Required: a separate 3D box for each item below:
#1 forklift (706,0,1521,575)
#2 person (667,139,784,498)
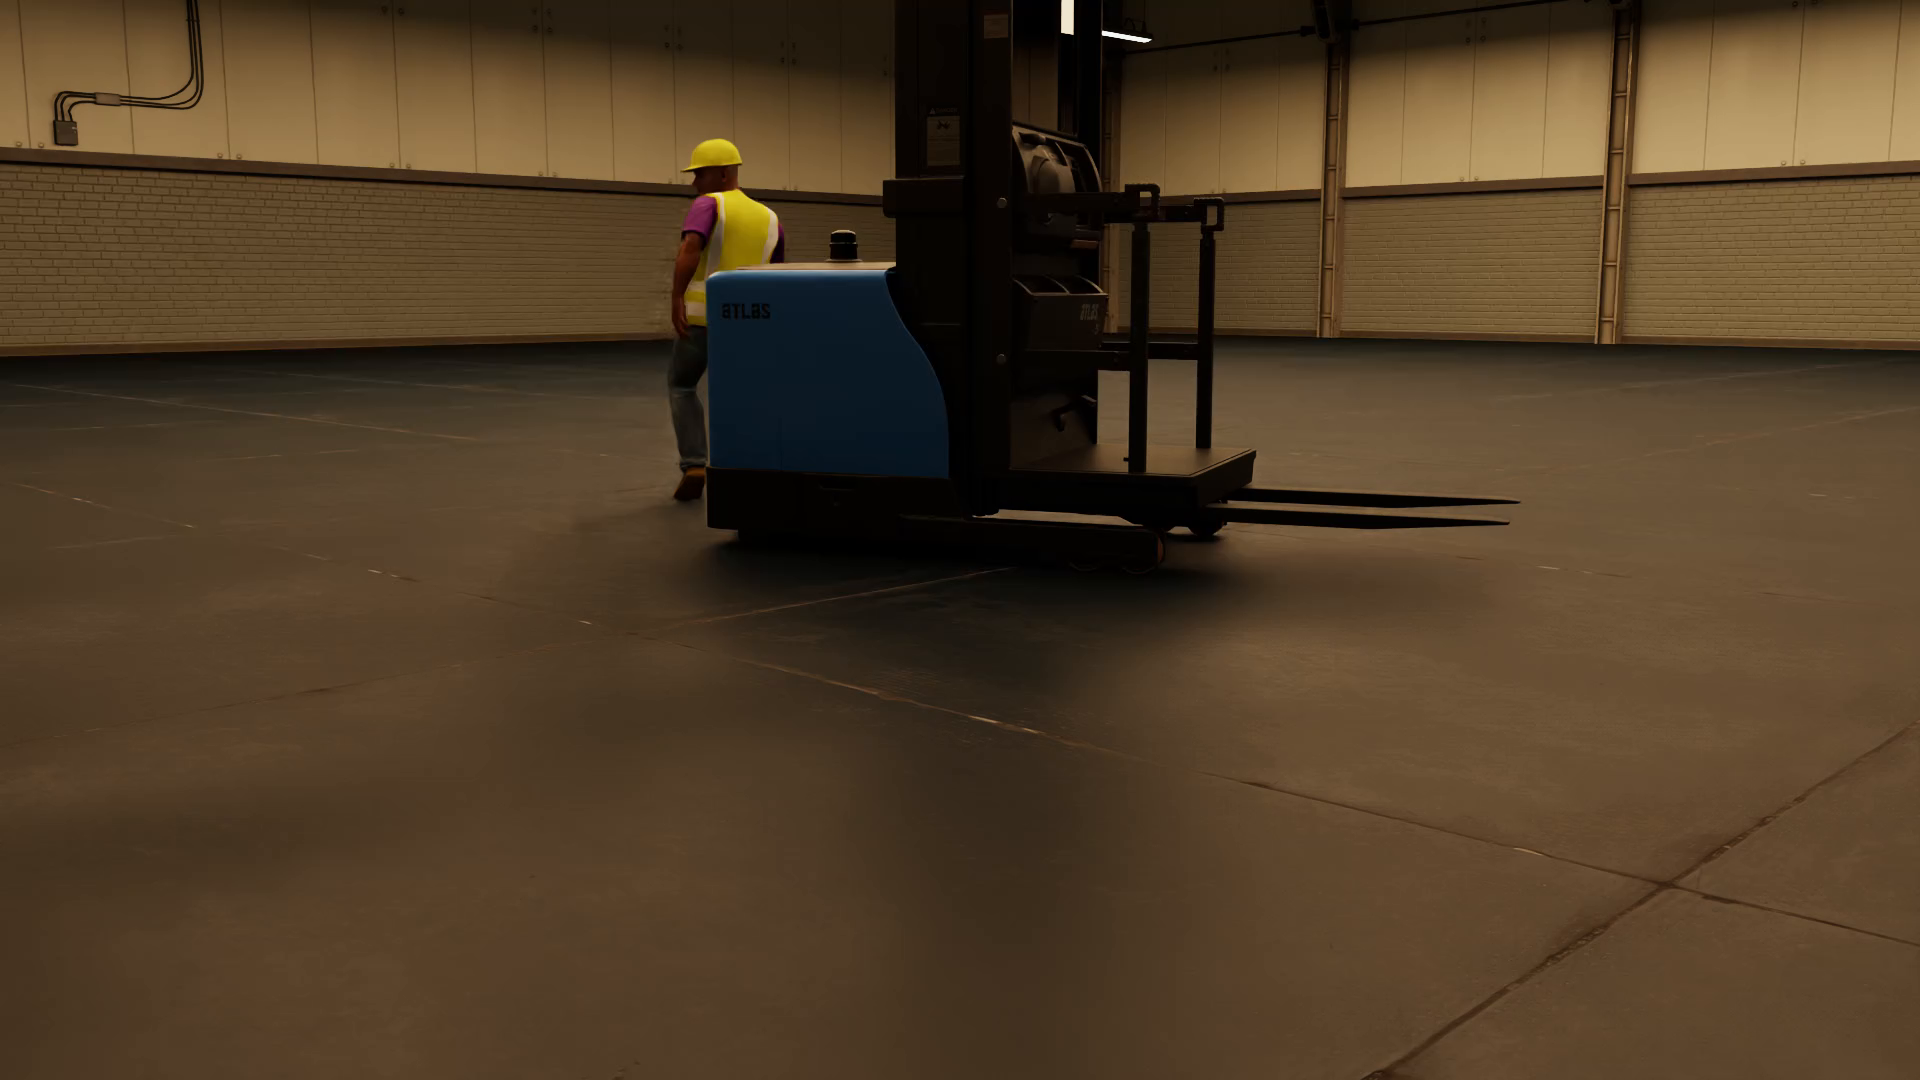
[{"bbox_3d":[0.565,-1.416,6.275,3.031,2.935,1.130,3,9,22],"label":"forklift"},{"bbox_3d":[-1.119,-1.005,7.845,0.708,1.741,0.789,-5,10,-28],"label":"person"}]
